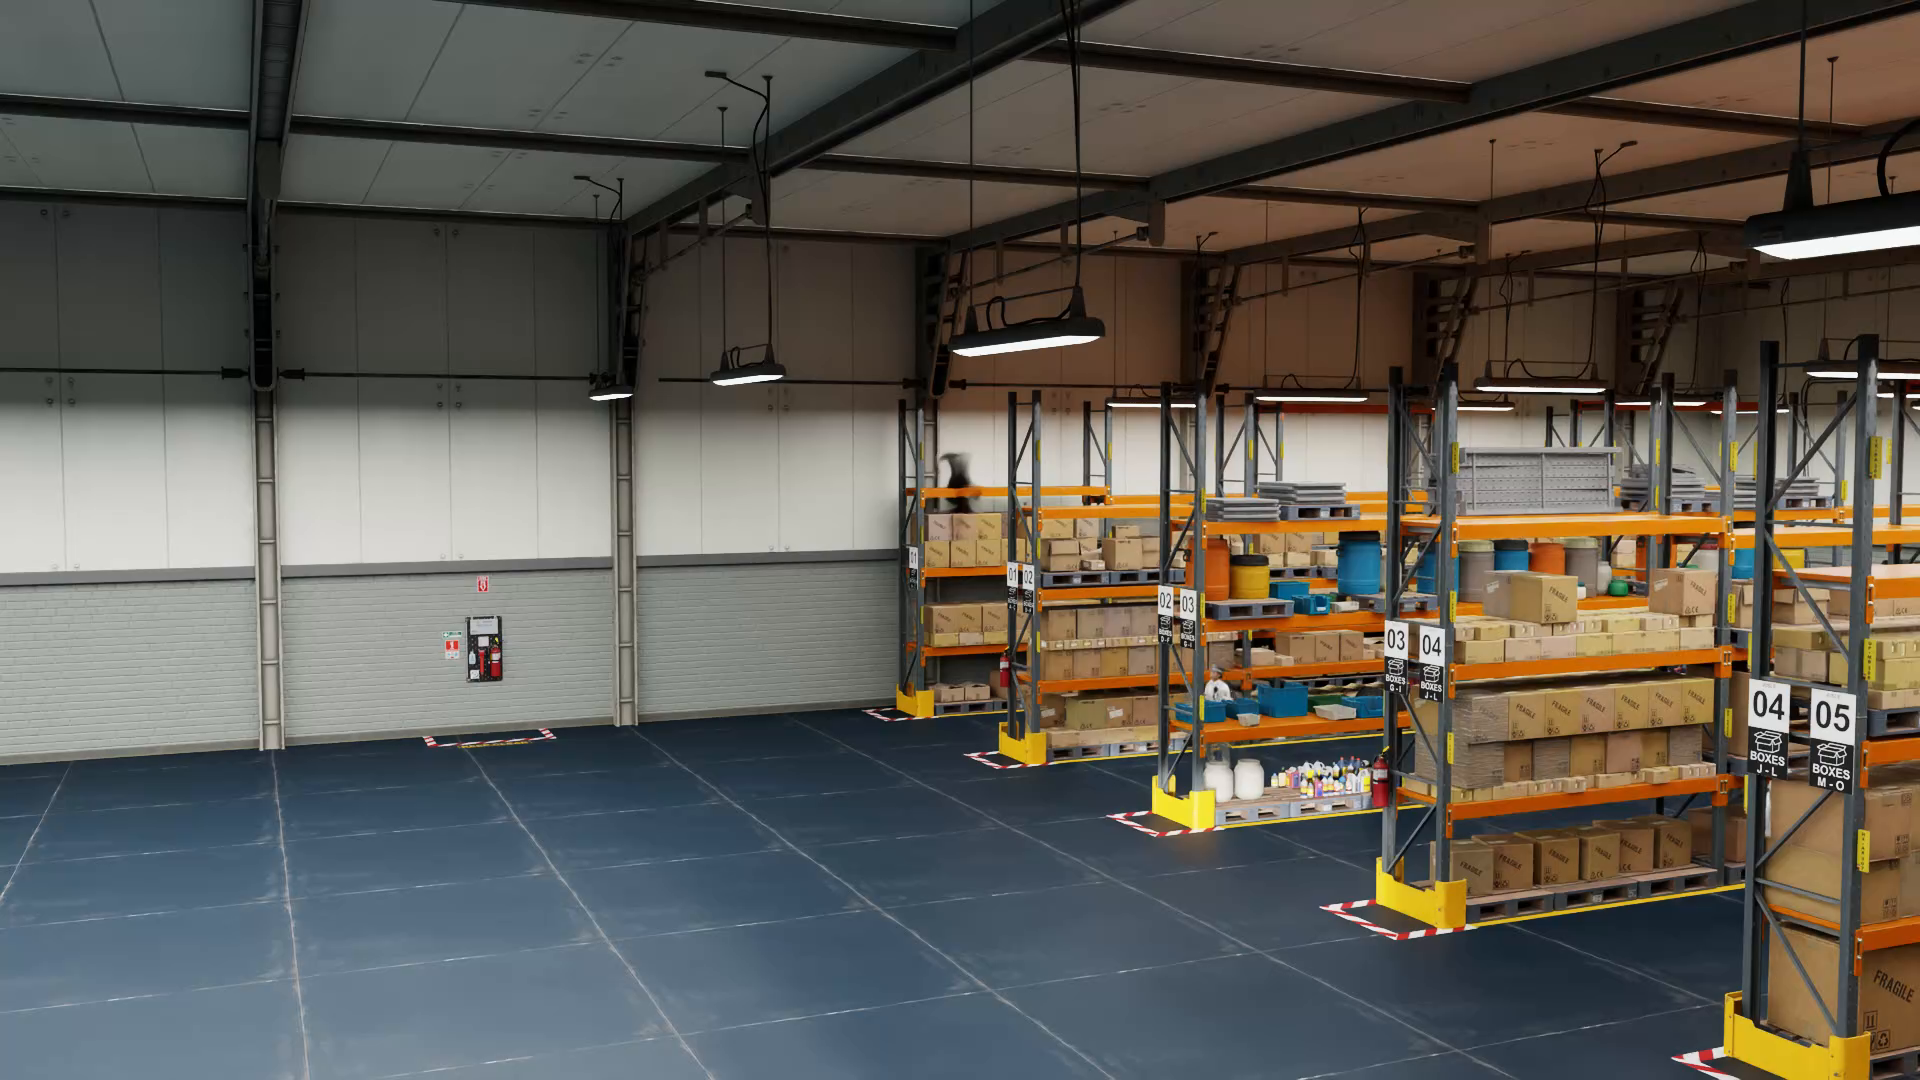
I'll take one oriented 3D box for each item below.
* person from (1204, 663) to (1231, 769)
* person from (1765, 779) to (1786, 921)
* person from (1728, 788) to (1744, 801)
[{"bbox_3d":[4.035,2.792,26.154,0.666,1.709,0.563,-3,5,-43],"label":"person"},{"bbox_3d":[8.715,3.308,17.680,0.890,1.641,0.698,-2,4,-37],"label":"person"},{"bbox_3d":[11.094,2.983,23.822,0.861,1.603,0.535,-2,4,-25],"label":"person"}]
